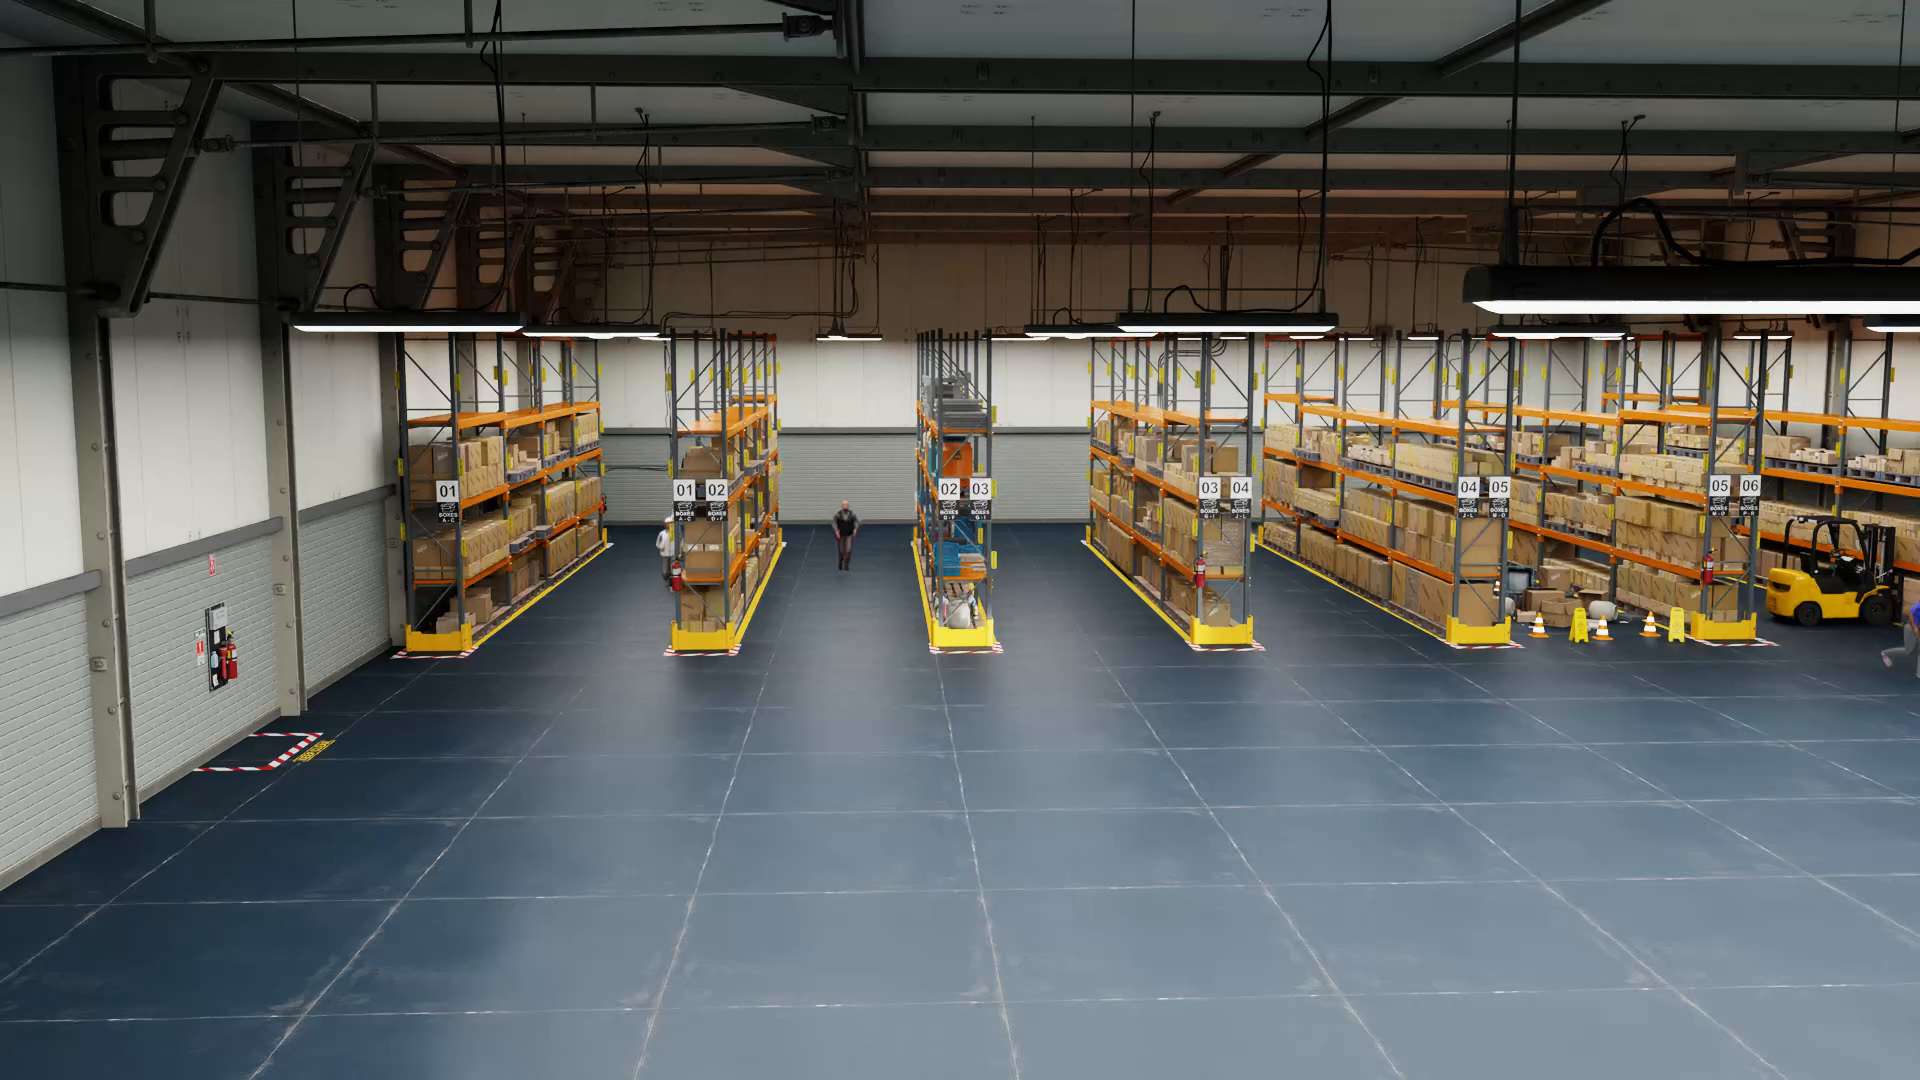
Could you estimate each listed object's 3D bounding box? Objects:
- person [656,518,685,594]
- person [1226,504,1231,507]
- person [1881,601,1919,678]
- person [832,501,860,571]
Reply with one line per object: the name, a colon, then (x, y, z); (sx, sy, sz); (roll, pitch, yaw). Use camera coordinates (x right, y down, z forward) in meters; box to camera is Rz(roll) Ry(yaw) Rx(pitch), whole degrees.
person: (-6.675, 0.347, 38.367); (0.669, 1.733, 0.760); (-1, 7, -6)
person: (7.681, -0.697, 48.129); (0.658, 1.590, 0.667); (5, 9, 38)
person: (16.415, 1.593, 28.705); (0.587, 1.599, 0.908); (-5, 8, -35)
person: (-2.754, -0.097, 40.173); (0.682, 1.708, 0.573); (-1, 7, -8)
